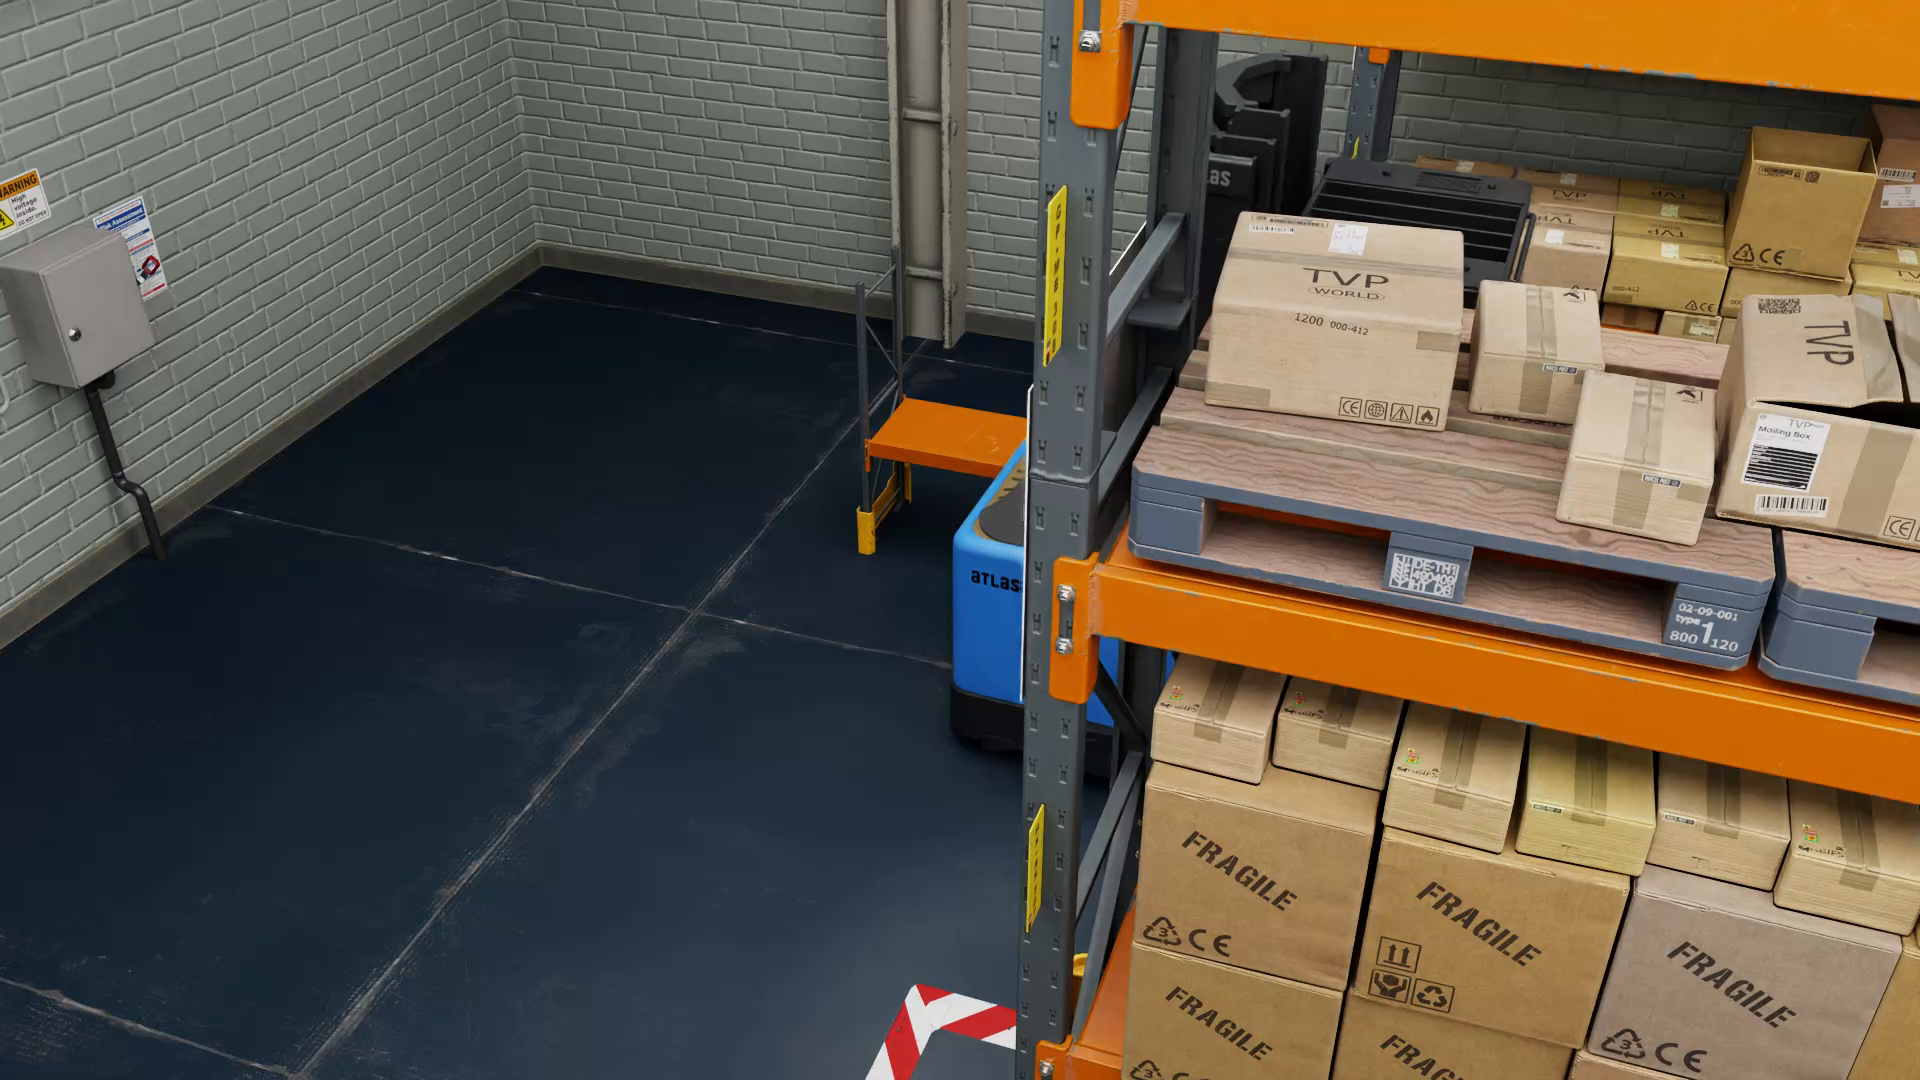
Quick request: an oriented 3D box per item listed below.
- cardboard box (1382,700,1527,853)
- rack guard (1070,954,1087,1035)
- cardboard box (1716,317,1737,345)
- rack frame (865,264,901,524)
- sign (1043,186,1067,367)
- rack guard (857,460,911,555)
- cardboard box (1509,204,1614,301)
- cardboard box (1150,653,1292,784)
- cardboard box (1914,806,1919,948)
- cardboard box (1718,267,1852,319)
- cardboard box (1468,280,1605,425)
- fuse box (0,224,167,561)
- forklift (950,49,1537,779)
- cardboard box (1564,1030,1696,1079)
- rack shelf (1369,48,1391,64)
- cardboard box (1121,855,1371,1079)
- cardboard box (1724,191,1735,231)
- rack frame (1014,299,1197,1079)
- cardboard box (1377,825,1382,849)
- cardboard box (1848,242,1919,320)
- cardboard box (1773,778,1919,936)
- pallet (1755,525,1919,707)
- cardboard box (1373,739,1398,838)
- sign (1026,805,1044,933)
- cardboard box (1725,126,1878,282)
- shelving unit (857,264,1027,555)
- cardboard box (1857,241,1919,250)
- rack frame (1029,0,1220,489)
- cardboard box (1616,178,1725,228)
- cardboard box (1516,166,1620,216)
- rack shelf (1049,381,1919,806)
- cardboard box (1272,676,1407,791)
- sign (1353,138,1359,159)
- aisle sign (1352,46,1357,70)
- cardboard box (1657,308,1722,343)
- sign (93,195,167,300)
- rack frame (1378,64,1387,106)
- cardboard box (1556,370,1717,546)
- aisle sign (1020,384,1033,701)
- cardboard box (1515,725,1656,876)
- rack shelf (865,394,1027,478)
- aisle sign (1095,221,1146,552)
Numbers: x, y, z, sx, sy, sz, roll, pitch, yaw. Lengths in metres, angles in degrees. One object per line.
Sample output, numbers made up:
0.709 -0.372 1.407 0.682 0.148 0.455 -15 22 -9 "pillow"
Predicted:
1.087 0.479 3.630 0.250 0.149 0.380 12 35 18 "cardboard box"
0.347 1.935 5.291 0.348 0.500 1.175 11 34 16 "rack guard"
3.708 -1.041 7.828 0.250 0.149 0.380 12 35 18 "cardboard box"
-0.398 -0.708 8.464 0.013 1.308 0.475 11 34 16 "rack frame"
0.177 -0.489 3.097 0.005 0.325 0.100 11 34 16 "sign"
-0.397 -0.182 8.802 0.087 0.250 0.587 11 34 16 "rack guard"
2.852 -1.395 8.009 0.500 0.250 0.500 11 35 17 "cardboard box"
0.611 0.361 3.813 0.250 0.149 0.380 12 35 17 "cardboard box"
2.056 0.667 3.340 0.250 0.149 0.380 10 34 15 "cardboard box"
3.819 -1.221 7.740 0.500 0.250 0.500 10 34 15 "cardboard box"
1.245 -0.411 3.608 0.250 0.149 0.380 8 34 13 "cardboard box"
-4.100 -0.635 8.156 0.414 1.711 0.539 11 34 16 "fuse box"
1.527 -0.296 6.507 3.031 2.935 1.130 12 35 18 "forklift"
1.683 1.263 3.937 0.500 0.500 0.500 11 34 16 "cardboard box"
3.924 -2.237 7.348 4.000 0.370 1.077 11 34 16 "rack shelf"
0.725 1.082 4.216 0.500 0.500 0.500 11 34 16 "cardboard box"
4.005 -1.475 8.133 0.500 0.250 0.500 11 34 16 "cardboard box"
0.370 0.890 4.607 0.127 3.000 1.000 11 34 16 "rack frame"
1.380 0.900 4.498 0.500 0.500 0.500 10 34 15 "cardboard box"
4.303 -1.126 7.593 0.500 0.250 0.500 11 34 16 "cardboard box"
1.827 0.606 3.433 0.250 0.149 0.380 11 35 17 "cardboard box"
2.224 0.020 3.271 1.213 0.211 1.003 11 34 16 "pallet"
0.904 0.394 4.360 0.500 0.500 0.500 12 35 18 "cardboard box"
0.177 0.775 3.913 0.005 0.325 0.100 11 34 16 "sign"
3.789 -1.528 7.523 0.500 0.500 0.500 12 35 18 "cardboard box"
0.072 -0.616 8.322 1.083 1.500 0.587 11 34 16 "shelving unit"
4.472 -1.388 7.998 0.500 0.250 0.500 12 35 18 "cardboard box"
0.370 -1.631 2.979 0.127 3.000 1.000 11 34 16 "rack frame"
3.513 -1.571 8.281 0.500 0.250 0.500 12 35 18 "cardboard box"
3.048 -1.664 8.426 0.500 0.250 0.500 11 34 17 "cardboard box"
2.252 0.298 3.421 4.000 0.370 1.077 11 34 16 "rack shelf"
0.881 0.373 3.795 0.250 0.149 0.380 12 35 18 "cardboard box"
1.858 -1.732 7.869 0.005 0.325 0.100 11 34 16 "sign"
1.878 -2.600 7.615 0.004 0.787 0.394 11 34 16 "aisle sign"
3.454 -1.079 7.887 0.250 0.149 0.380 10 34 15 "cardboard box"
-4.129 -1.426 8.281 0.001 0.494 0.329 11 34 16 "sign"
2.040 -1.644 8.531 0.053 2.616 0.949 11 34 16 "rack frame"
1.316 -0.167 3.230 0.250 0.149 0.380 12 35 18 "cardboard box"
0.204 -0.068 3.692 0.004 0.787 0.394 11 34 16 "aisle sign"
1.341 0.518 3.570 0.250 0.149 0.380 10 34 15 "cardboard box"
0.080 -0.463 8.417 1.000 0.185 0.538 11 34 16 "rack shelf"
0.407 -0.374 4.167 0.004 0.787 0.394 11 34 16 "aisle sign"
